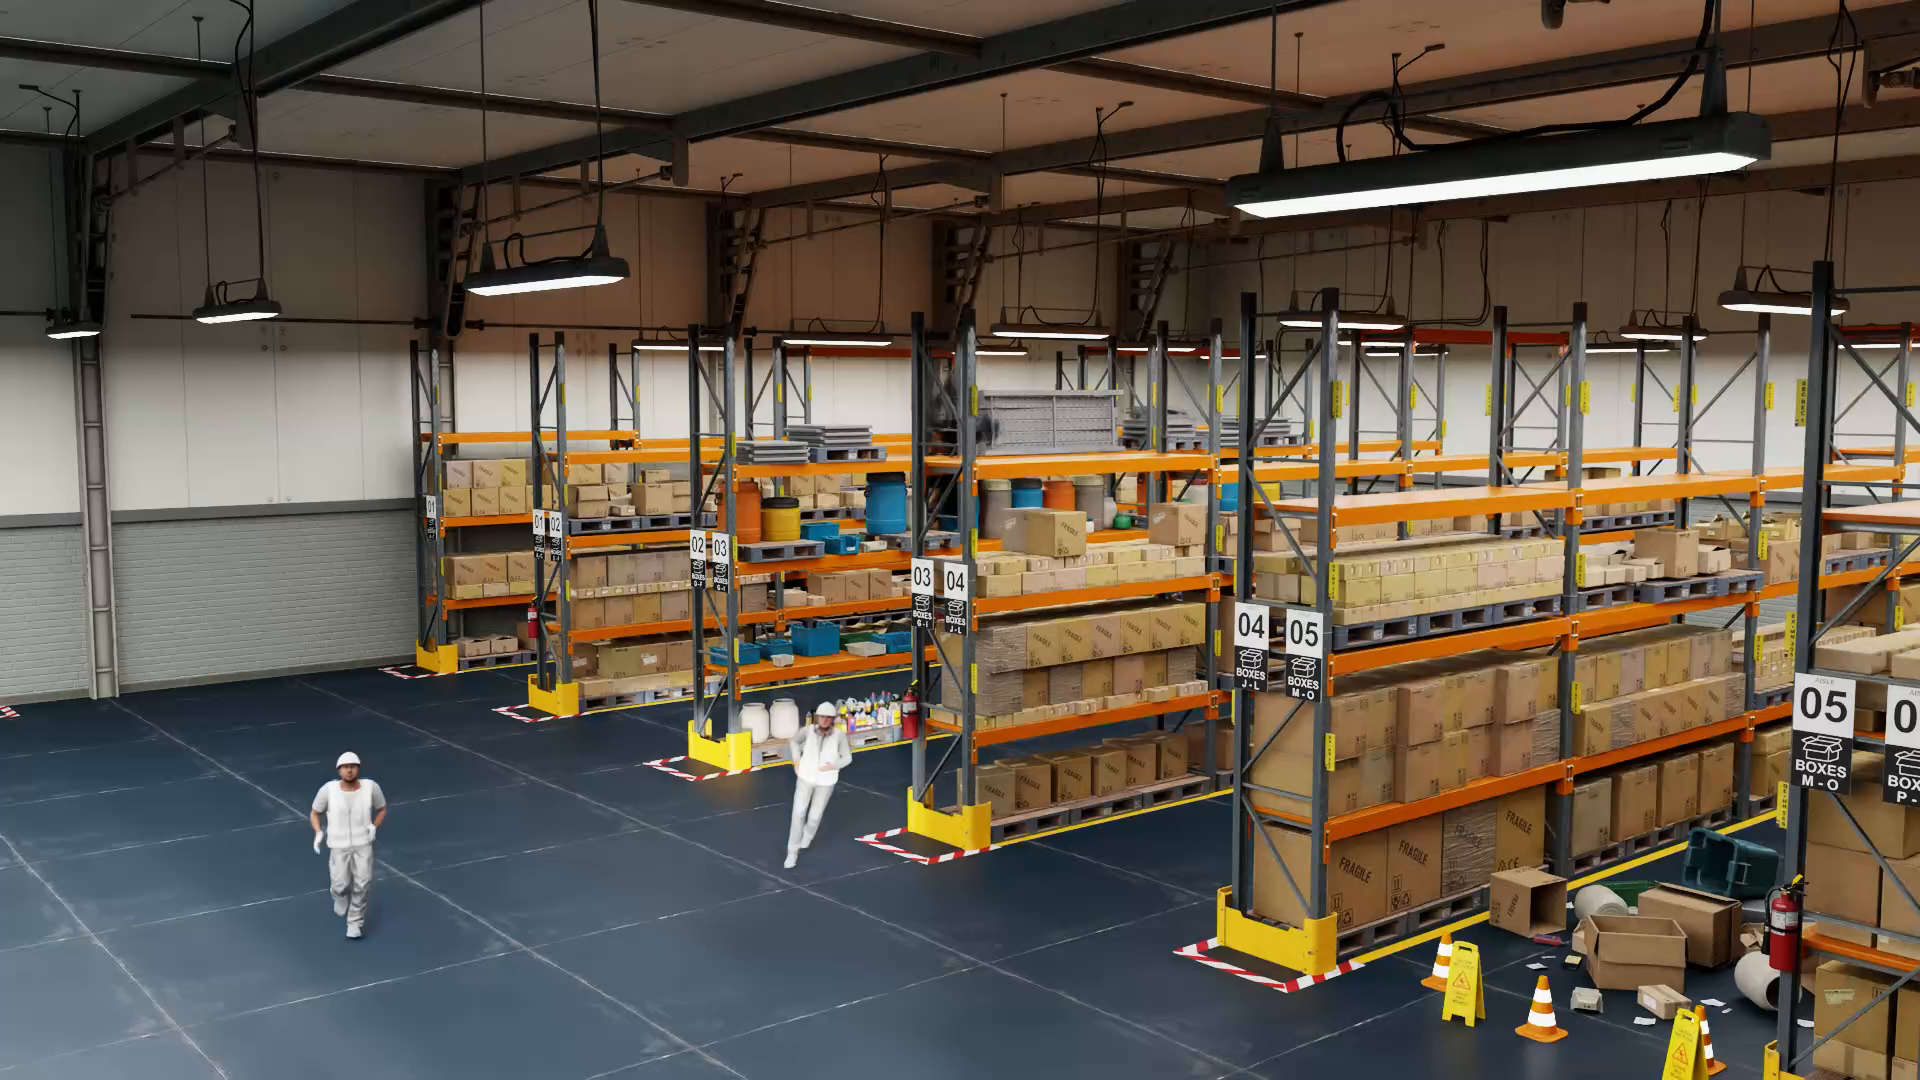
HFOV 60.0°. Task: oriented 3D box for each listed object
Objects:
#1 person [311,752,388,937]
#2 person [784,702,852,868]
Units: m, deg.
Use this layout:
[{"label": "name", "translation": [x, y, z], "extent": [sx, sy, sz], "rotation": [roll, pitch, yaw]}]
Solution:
[{"label": "person", "translation": [-5.737, 2.856, 15.666], "extent": [0.686, 1.734, 0.604], "rotation": [-2, 6, -23]}, {"label": "person", "translation": [-1.548, 2.631, 18.221], "extent": [0.728, 1.756, 0.861], "rotation": [0, 5, -2]}]
